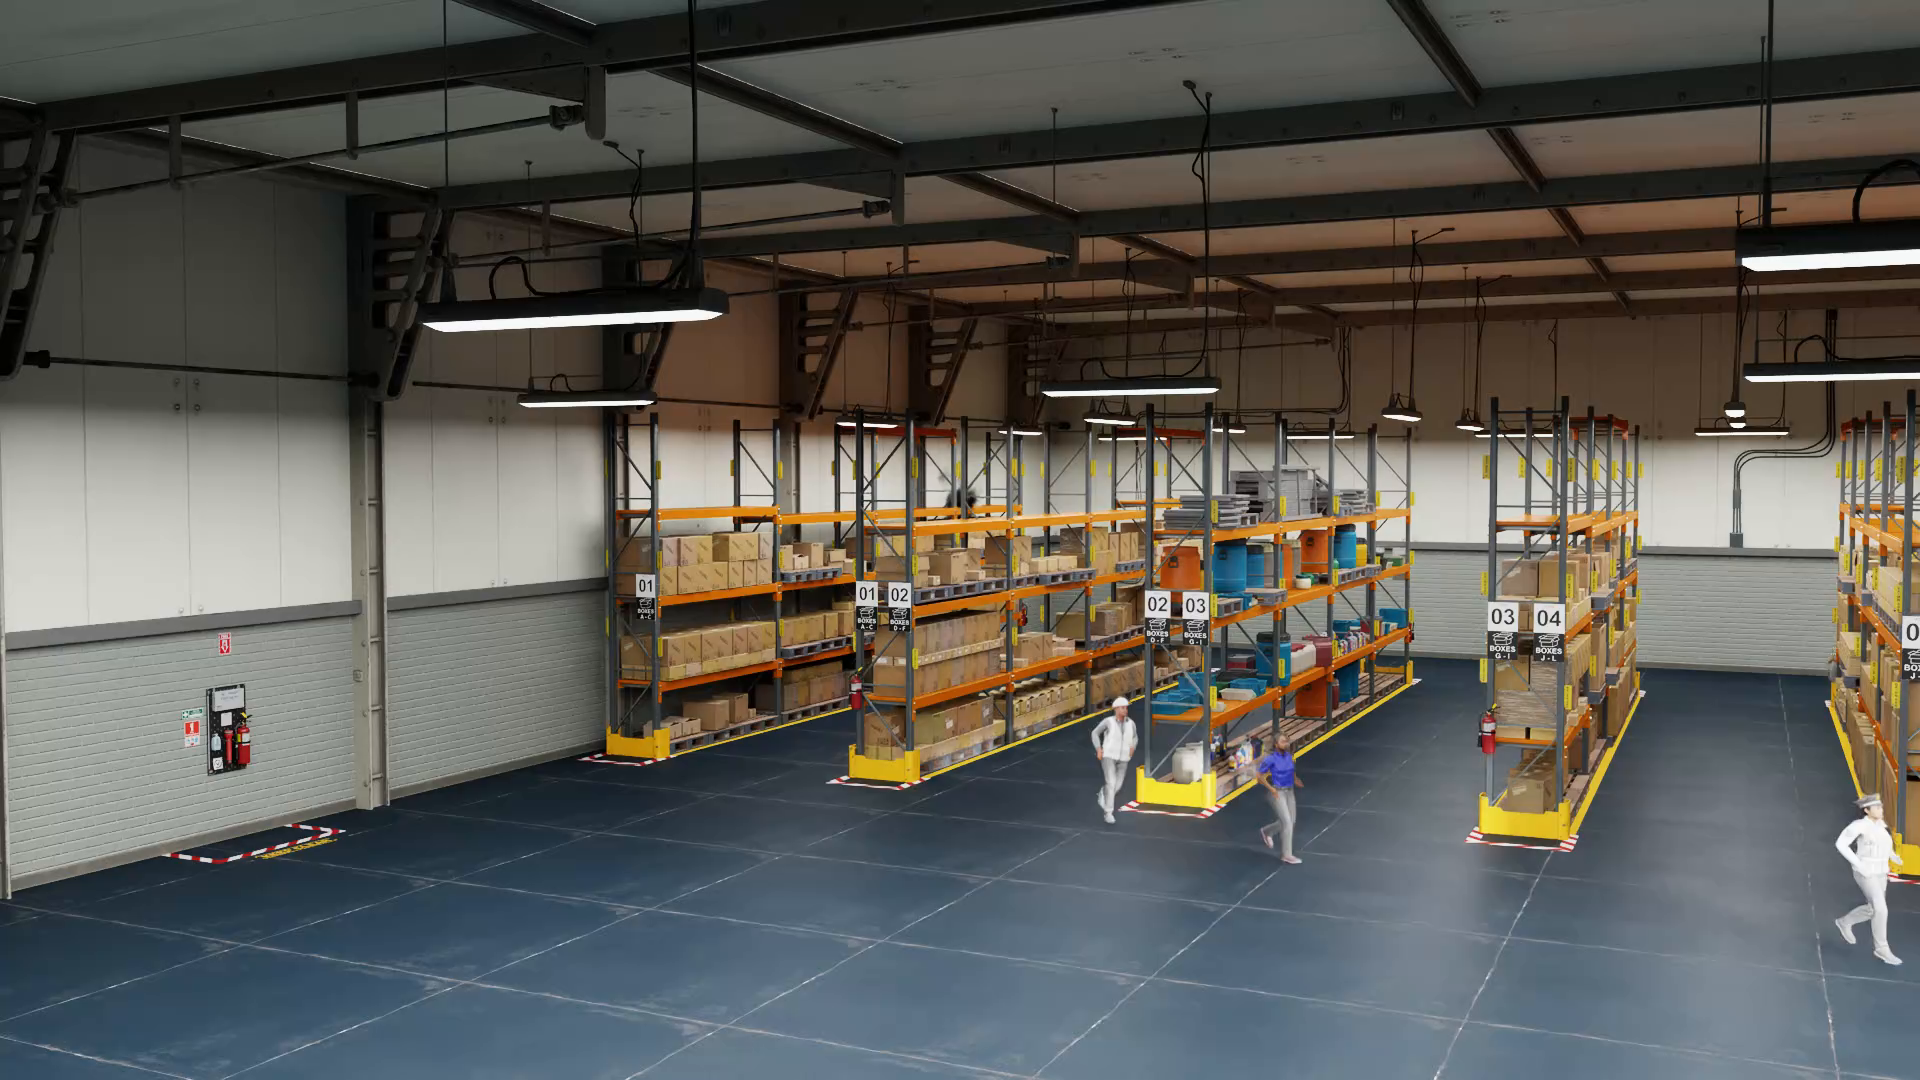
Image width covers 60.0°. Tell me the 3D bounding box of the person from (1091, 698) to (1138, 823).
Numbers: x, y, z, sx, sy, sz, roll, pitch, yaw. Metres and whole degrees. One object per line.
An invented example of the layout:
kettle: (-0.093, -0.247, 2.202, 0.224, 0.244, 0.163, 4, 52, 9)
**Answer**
person: (2.245, 3.139, 23.997, 0.696, 1.745, 0.812, -1, 3, -18)

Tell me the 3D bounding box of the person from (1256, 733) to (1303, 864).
person: (4.093, 3.291, 21.355, 0.586, 1.616, 0.769, -2, 3, -36)

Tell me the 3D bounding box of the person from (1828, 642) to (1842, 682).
person: (19.257, 2.660, 36.397, 0.668, 1.605, 0.557, -2, 3, -44)

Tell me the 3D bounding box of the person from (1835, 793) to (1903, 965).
person: (9.335, 3.435, 17.109, 0.619, 1.702, 0.776, -1, 3, -28)
